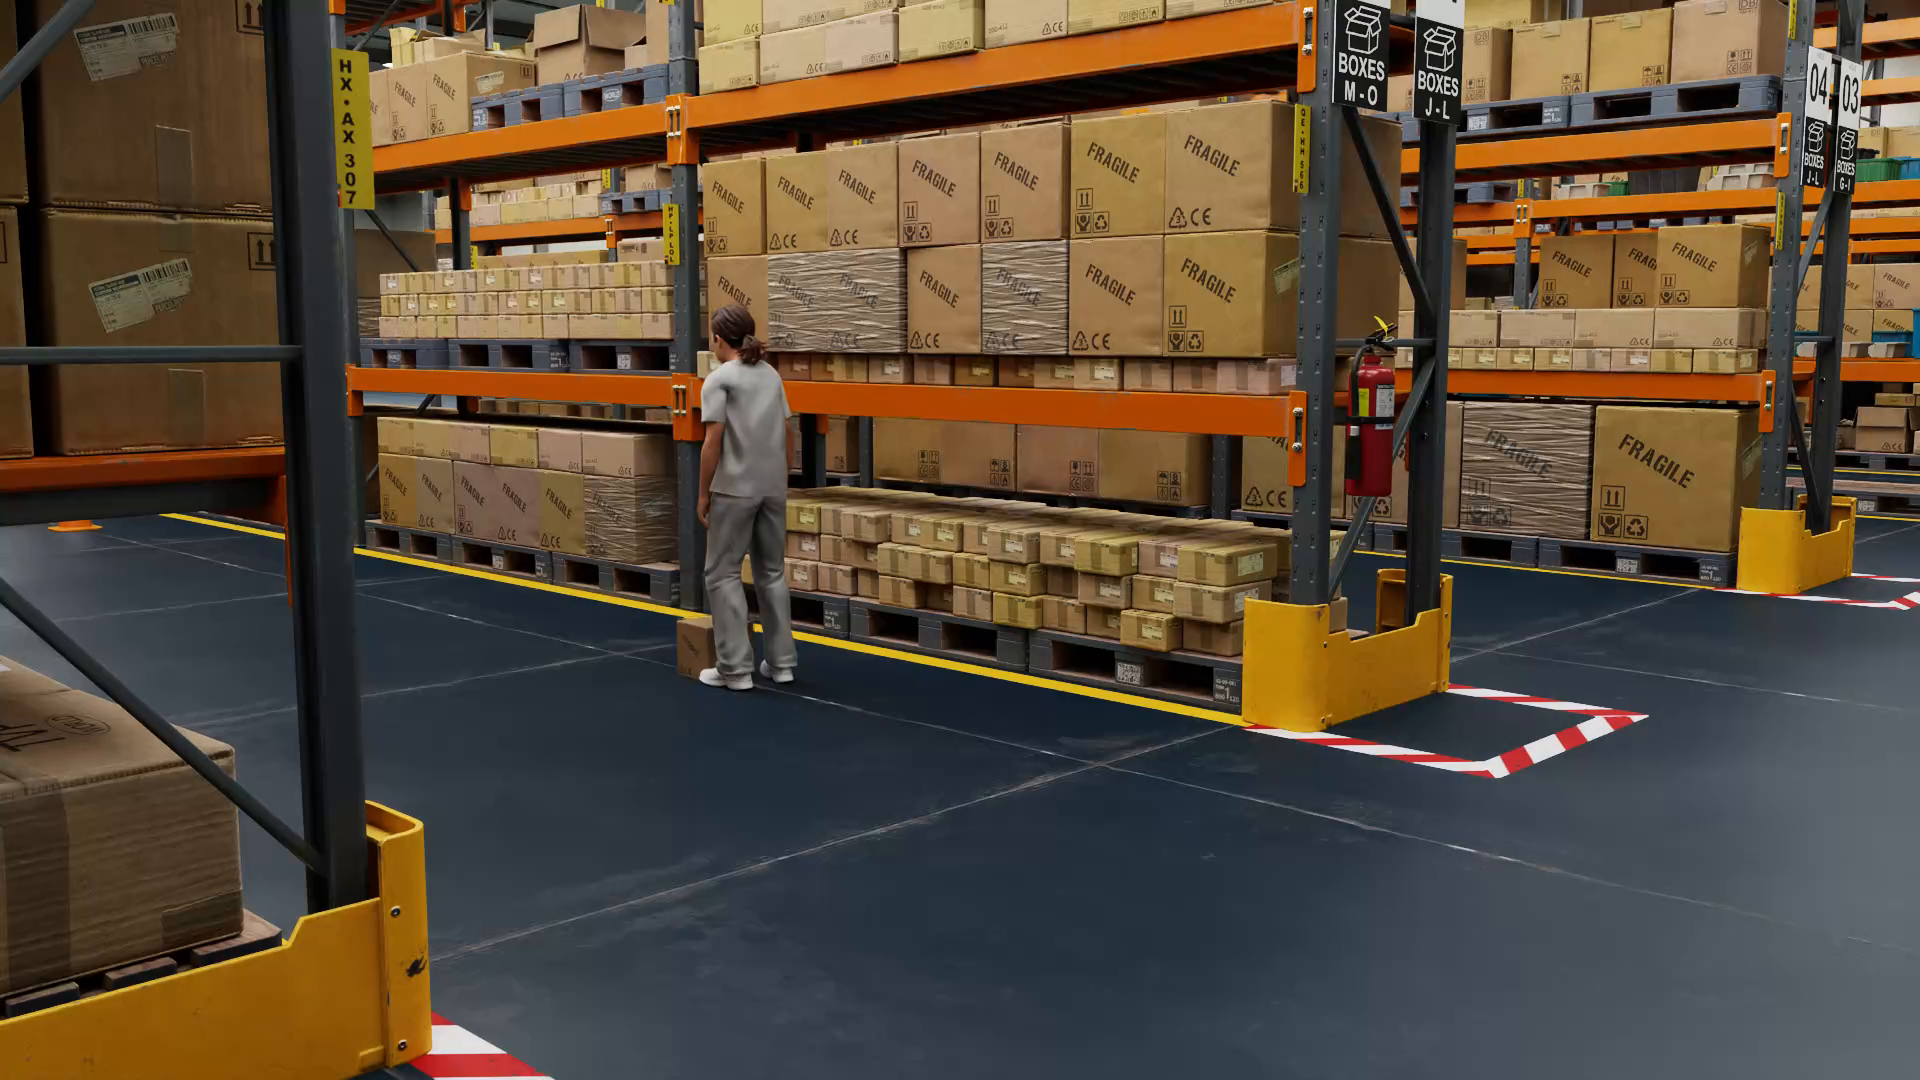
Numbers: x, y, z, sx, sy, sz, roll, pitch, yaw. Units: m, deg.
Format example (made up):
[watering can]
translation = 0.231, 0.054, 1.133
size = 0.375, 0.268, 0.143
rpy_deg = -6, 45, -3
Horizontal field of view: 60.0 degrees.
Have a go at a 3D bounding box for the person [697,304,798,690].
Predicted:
[person]
translation = -0.940, -0.190, 7.290
size = 0.493, 1.672, 0.359
rpy_deg = -6, 10, -42
